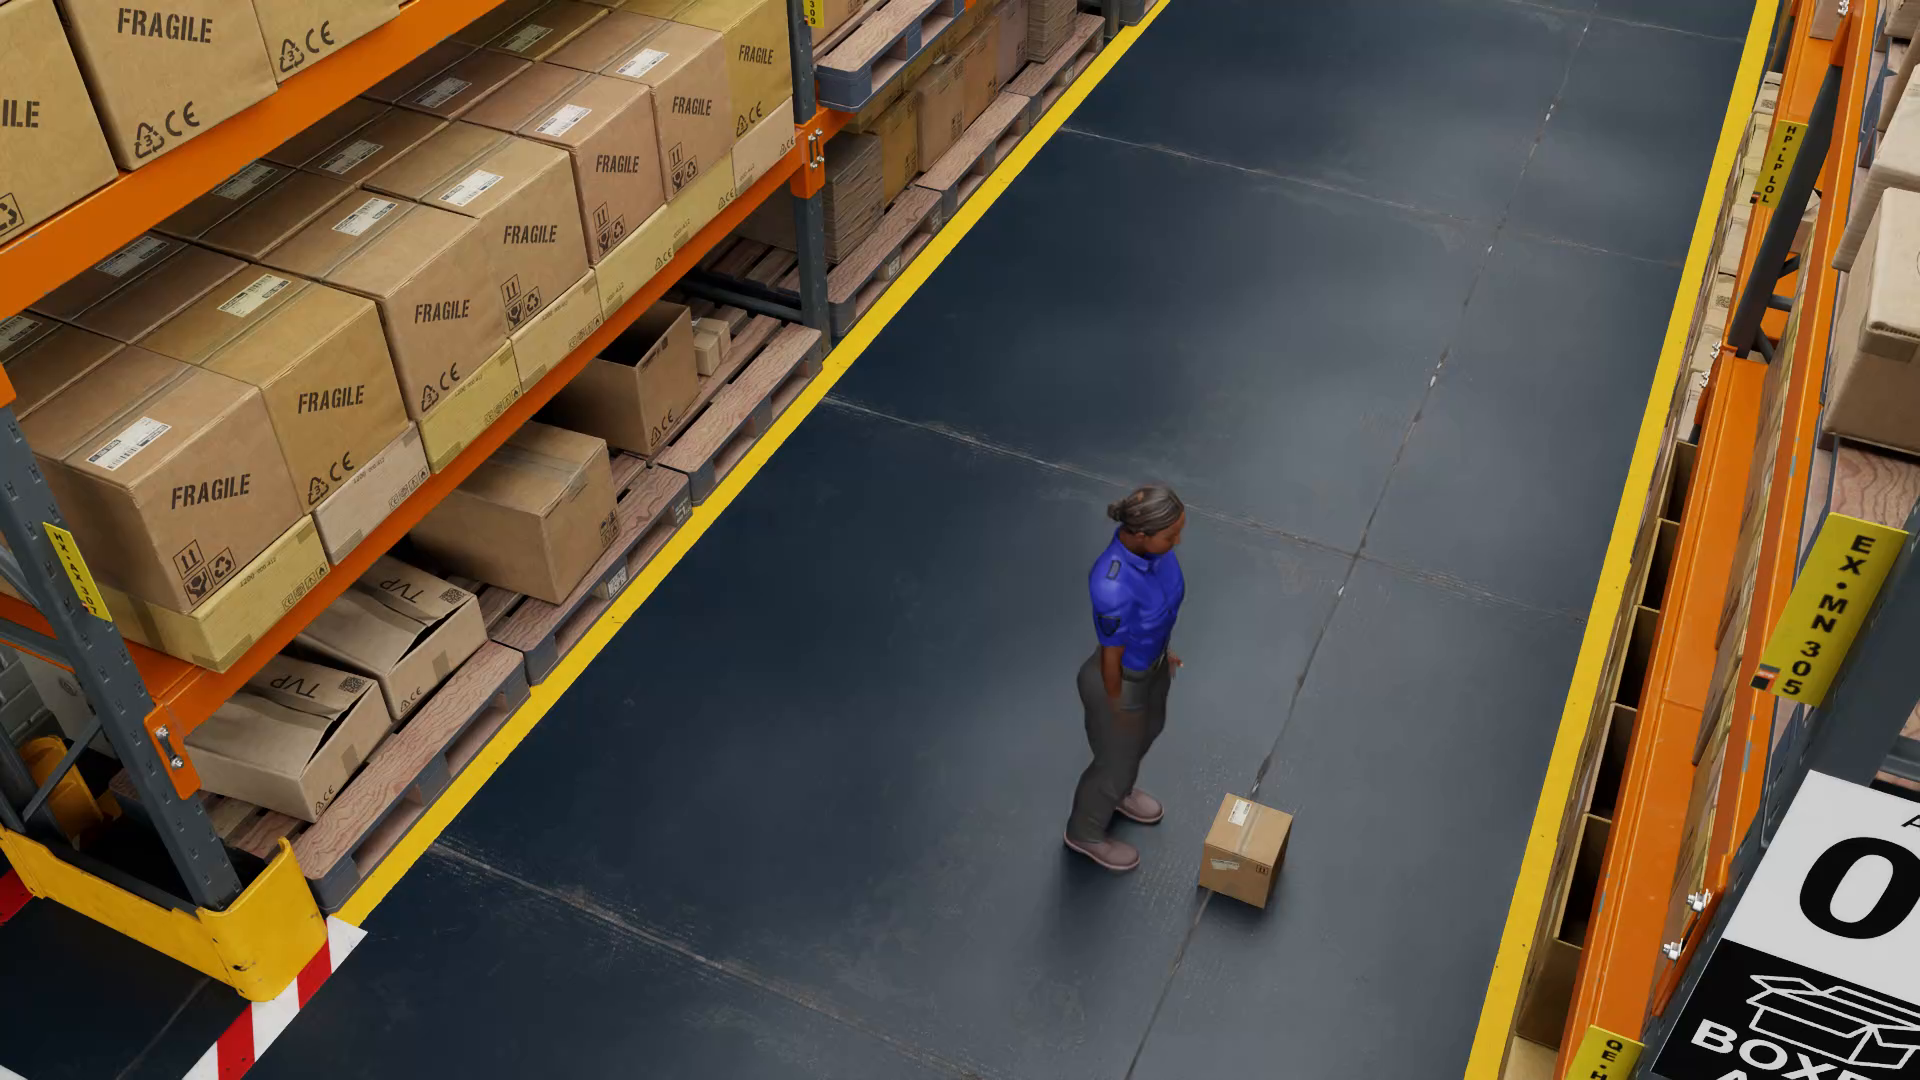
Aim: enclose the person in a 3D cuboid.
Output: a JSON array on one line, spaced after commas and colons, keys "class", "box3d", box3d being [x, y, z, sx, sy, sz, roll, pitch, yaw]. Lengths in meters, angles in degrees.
[{"class": "person", "box3d": [0.585, 0.449, 5.680, 0.300, 1.653, 0.440, 18, 45, 19]}]
